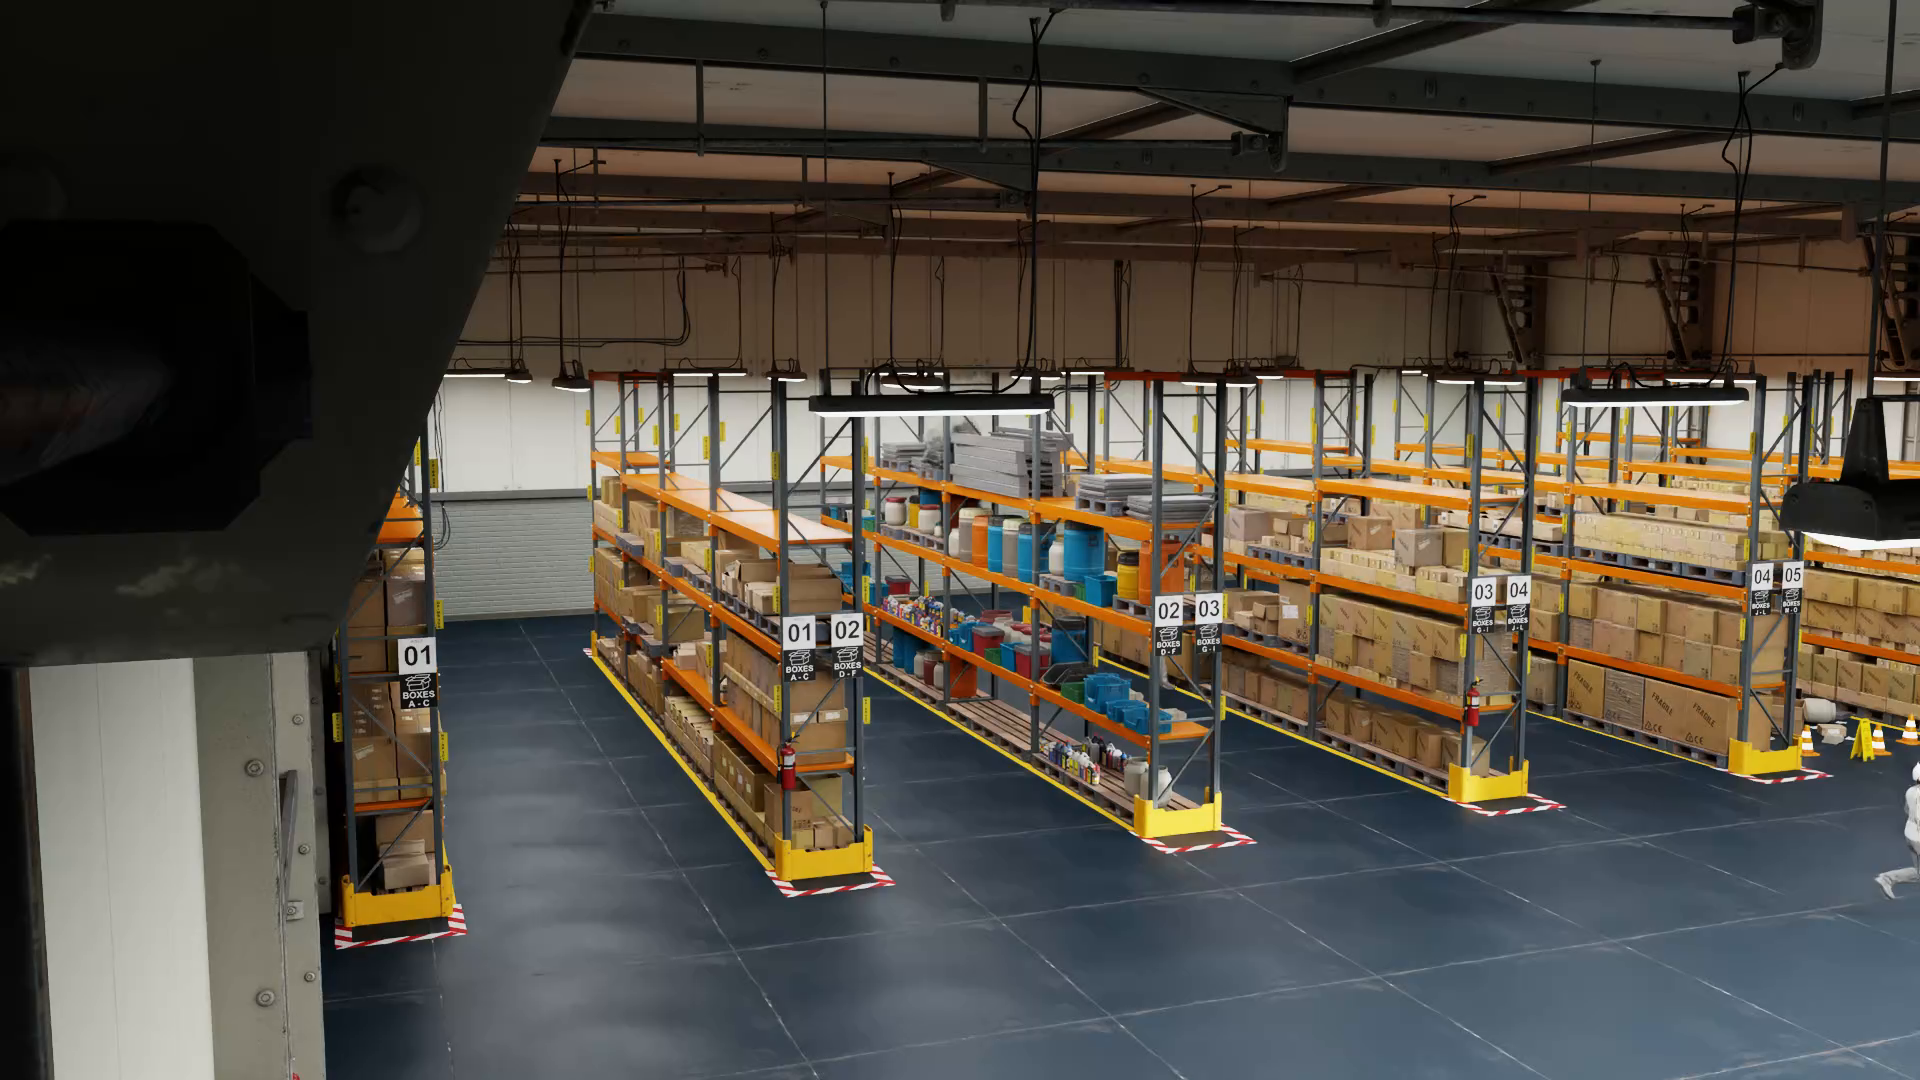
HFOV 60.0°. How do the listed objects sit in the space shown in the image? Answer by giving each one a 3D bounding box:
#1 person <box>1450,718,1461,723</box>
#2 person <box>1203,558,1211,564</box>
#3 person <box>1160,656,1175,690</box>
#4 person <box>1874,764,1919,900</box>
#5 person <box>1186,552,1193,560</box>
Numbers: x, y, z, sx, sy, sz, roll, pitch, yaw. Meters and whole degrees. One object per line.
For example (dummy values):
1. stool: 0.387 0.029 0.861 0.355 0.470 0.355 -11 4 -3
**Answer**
1. person: 8.554 2.347 28.639 0.658 1.605 0.583 -4 7 -31
2. person: 5.608 1.241 38.208 0.645 1.696 0.568 -2 7 -16
3. person: 3.669 1.792 30.162 0.662 1.828 0.923 -3 7 -28
4. person: 10.830 3.385 18.765 0.819 1.763 0.662 1 6 9
5. person: 5.550 0.957 41.166 0.544 1.601 0.682 -2 7 -20
